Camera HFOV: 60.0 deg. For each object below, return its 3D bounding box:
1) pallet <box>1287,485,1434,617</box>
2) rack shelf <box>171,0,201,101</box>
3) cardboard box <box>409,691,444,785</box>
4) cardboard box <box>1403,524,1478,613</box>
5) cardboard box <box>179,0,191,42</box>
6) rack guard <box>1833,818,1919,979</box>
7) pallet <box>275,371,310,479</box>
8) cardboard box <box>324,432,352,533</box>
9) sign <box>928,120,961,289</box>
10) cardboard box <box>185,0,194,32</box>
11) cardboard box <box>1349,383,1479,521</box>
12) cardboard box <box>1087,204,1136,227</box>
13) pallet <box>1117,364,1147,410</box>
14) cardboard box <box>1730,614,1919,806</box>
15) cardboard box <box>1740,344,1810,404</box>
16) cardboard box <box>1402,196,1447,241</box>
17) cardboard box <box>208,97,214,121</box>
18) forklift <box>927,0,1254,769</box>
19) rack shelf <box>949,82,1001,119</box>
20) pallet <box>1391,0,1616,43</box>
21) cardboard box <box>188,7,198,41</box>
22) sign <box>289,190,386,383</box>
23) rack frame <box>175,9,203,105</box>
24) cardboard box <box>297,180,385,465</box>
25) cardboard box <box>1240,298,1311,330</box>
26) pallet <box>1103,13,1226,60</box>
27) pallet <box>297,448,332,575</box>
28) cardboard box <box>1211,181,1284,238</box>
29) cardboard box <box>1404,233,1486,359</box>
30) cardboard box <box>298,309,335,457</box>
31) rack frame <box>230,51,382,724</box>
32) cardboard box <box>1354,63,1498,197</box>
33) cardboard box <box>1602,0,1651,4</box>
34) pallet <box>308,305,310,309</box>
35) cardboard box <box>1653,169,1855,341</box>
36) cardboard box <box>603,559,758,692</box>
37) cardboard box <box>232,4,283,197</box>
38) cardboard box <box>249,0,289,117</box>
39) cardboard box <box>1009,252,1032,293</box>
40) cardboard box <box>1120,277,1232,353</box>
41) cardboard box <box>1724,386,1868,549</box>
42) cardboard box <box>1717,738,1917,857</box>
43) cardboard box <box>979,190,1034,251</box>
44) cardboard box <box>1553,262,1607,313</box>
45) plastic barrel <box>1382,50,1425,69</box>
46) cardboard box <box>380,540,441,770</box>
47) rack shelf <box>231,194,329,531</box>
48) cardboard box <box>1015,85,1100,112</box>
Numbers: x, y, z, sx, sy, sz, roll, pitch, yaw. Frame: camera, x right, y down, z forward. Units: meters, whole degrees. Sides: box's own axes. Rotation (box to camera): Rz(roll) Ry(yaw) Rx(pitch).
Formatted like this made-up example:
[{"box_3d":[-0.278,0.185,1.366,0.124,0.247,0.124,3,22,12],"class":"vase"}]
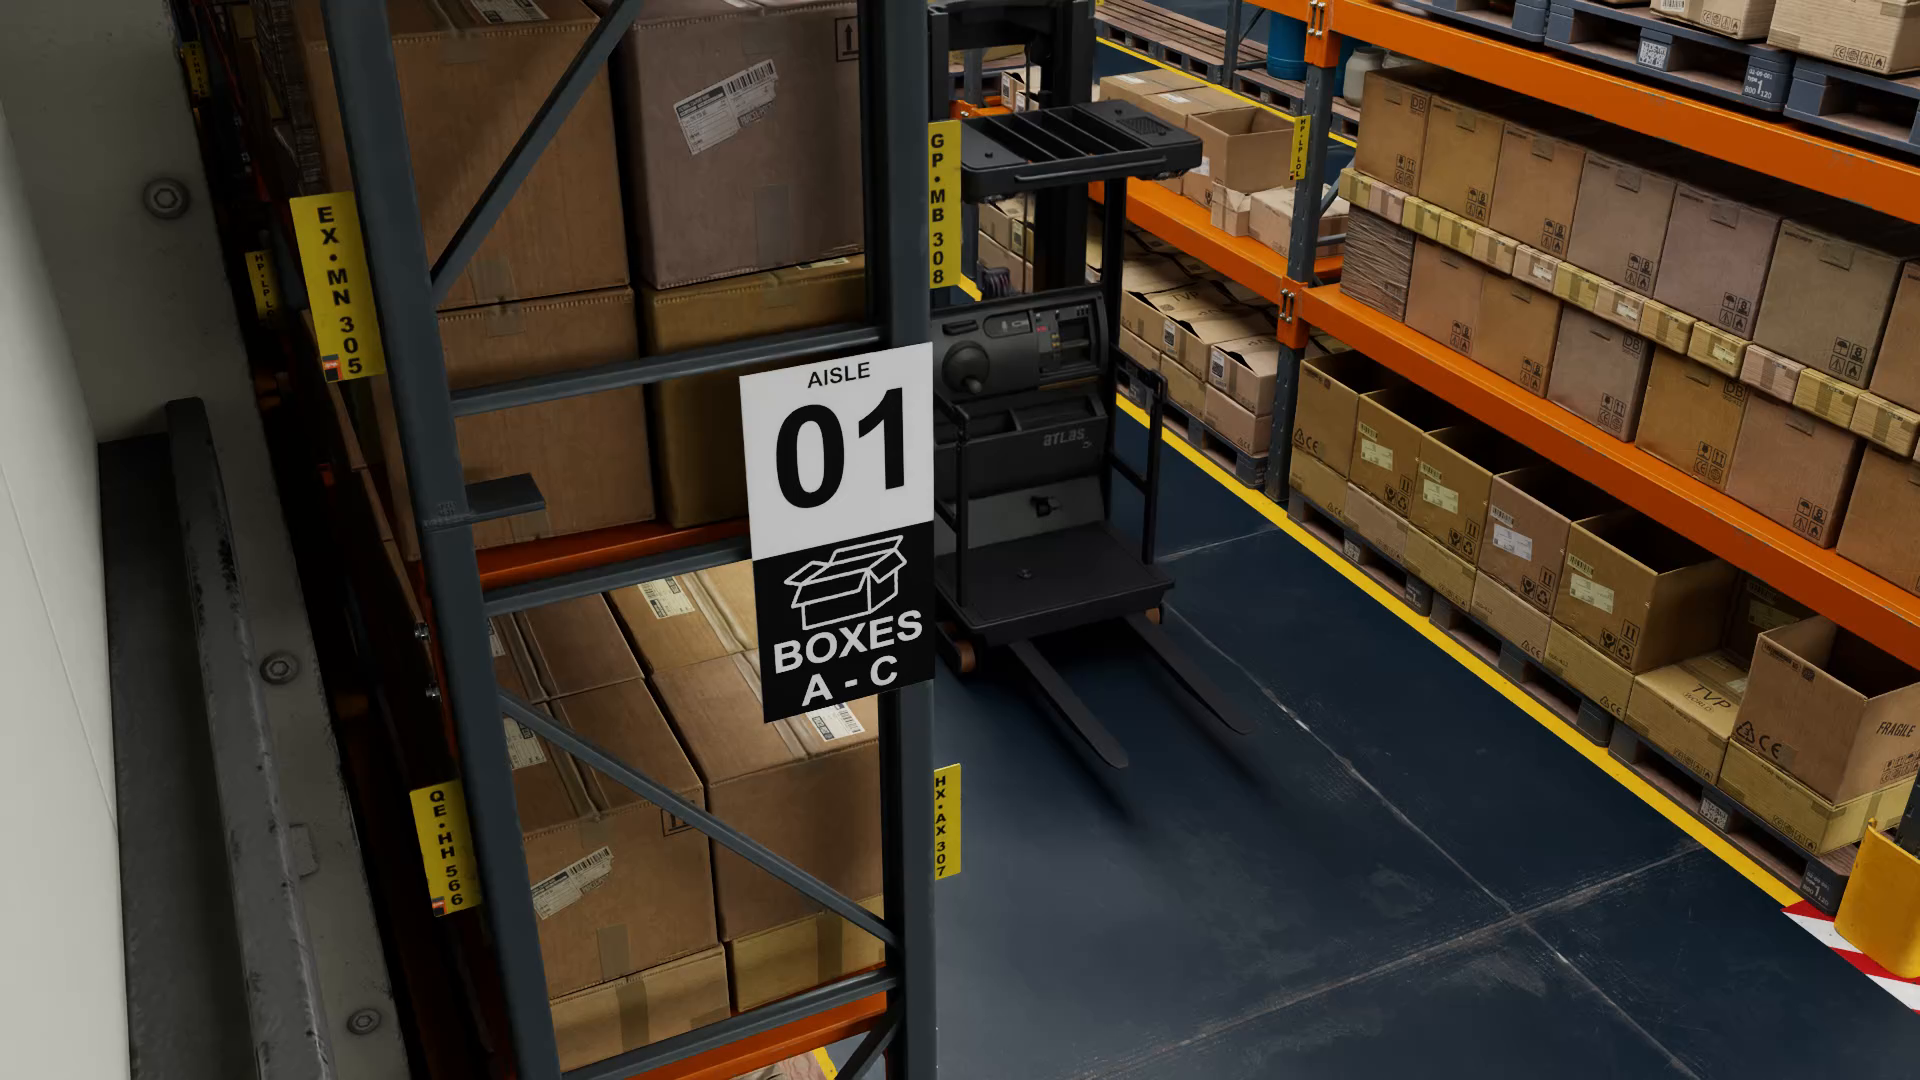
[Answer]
[{"box_3d":[2.525,-0.068,8.987,1.003,0.211,1.213,-13,32,-22],"class":"pallet"},{"box_3d":[-6.544,-4.707,15.143,1.077,0.370,4.000,-13,32,-22],"class":"rack shelf"},{"box_3d":[-1.362,0.607,5.065,0.500,0.250,0.500,-13,32,-22],"class":"cardboard box"},{"box_3d":[2.566,0.084,8.247,0.500,0.250,0.500,-13,32,-22],"class":"cardboard box"},{"box_3d":[-5.716,-4.063,12.833,0.500,0.500,0.500,-14,32,-24],"class":"cardboard box"},{"box_3d":[3.948,1.223,6.389,1.175,0.500,0.348,-13,32,-22],"class":"rack guard"},{"box_3d":[-3.635,-0.808,10.307,1.003,0.211,1.213,-13,32,-22],"class":"pallet"},{"box_3d":[-2.243,-0.294,6.671,0.500,0.250,0.500,-13,32,-21],"class":"cardboard box"},{"box_3d":[-0.044,-0.640,3.194,0.100,0.325,0.005,-13,32,-22],"class":"sign"},{"box_3d":[-4.834,-3.482,11.030,0.500,0.250,0.500,-14,32,-23],"class":"cardboard box"},{"box_3d":[2.359,-0.466,8.460,0.500,0.500,0.500,-13,32,-22],"class":"cardboard box"},{"box_3d":[1.180,-2.232,11.804,0.500,0.311,0.500,-14,32,-23],"class":"cardboard box"},{"box_3d":[1.342,-1.285,11.158,1.003,0.211,1.213,-13,32,-22],"class":"pallet"},{"box_3d":[3.439,0.637,6.494,0.500,0.500,0.500,-13,32,-22],"class":"cardboard box"},{"box_3d":[3.272,-0.673,6.449,0.380,0.149,0.250,-13,32,-21],"class":"cardboard box"},{"box_3d":[2.382,-1.587,8.080,0.380,0.149,0.250,-14,32,-23],"class":"cardboard box"},{"box_3d":[-4.833,-3.155,11.213,0.500,0.500,0.500,-12,32,-21],"class":"cardboard box"},{"box_3d":[0.357,-0.876,7.647,1.130,2.935,3.031,-12,31,-20],"class":"forklift"},{"box_3d":[-0.355,-3.981,13.850,1.077,0.370,4.000,-13,32,-22],"class":"rack shelf"},{"box_3d":[2.610,-2.543,7.573,1.003,0.211,1.213,-13,32,-22],"class":"pallet"},{"box_3d":[-4.617,-3.254,10.625,0.500,0.250,0.500,-14,32,-24],"class":"cardboard box"},{"box_3d":[-1.044,-0.423,2.796,0.100,0.325,0.005,-13,32,-22],"class":"sign"},{"box_3d":[-7.403,-5.904,16.543,1.000,3.000,0.127,-13,32,-22],"class":"rack frame"},{"box_3d":[-1.173,-0.540,3.788,0.500,0.500,0.500,-13,32,-22],"class":"cardboard box"},{"box_3d":[2.058,-1.330,10.195,0.500,0.311,0.500,-13,32,-23],"class":"cardboard box"},{"box_3d":[2.383,-5.857,19.311,1.003,0.211,1.213,-13,32,-22],"class":"pallet"},{"box_3d":[-3.115,-0.270,9.347,1.003,0.211,1.213,-13,32,-22],"class":"pallet"},{"box_3d":[1.678,-1.936,9.604,0.396,0.266,0.258,-14,32,-23],"class":"cardboard box"},{"box_3d":[2.649,-1.262,8.163,0.700,0.500,0.500,-13,32,-22],"class":"cardboard box"},{"box_3d":[-2.238,-0.622,6.490,0.500,0.500,0.500,-14,32,-23],"class":"cardboard box"},{"box_3d":[-2.251,-0.603,7.090,1.000,3.000,0.127,-13,32,-22],"class":"rack frame"},{"box_3d":[2.417,-2.059,8.259,0.700,0.500,0.500,-13,32,-22],"class":"cardboard box"},{"box_3d":[2.814,-2.488,6.707,0.797,0.503,0.637,-10,31,-16],"class":"cardboard box"},{"box_3d":[-2.448,-0.887,7.793,1.003,0.211,1.213,-13,32,-22],"class":"pallet"},{"box_3d":[3.279,-1.173,6.678,0.700,0.500,0.500,-13,32,-22],"class":"cardboard box"},{"box_3d":[-0.671,0.399,4.669,0.500,0.500,0.500,-13,32,-22],"class":"cardboard box"},{"box_3d":[-2.049,-1.461,5.431,0.500,0.500,0.500,-12,31,-20],"class":"cardboard box"},{"box_3d":[-1.600,-1.453,4.394,0.500,0.500,0.500,-13,32,-22],"class":"cardboard box"},{"box_3d":[0.680,-1.881,11.750,0.500,0.250,0.500,-14,32,-23],"class":"cardboard box"},{"box_3d":[1.347,-1.441,10.393,0.500,0.311,0.500,-13,32,-22],"class":"cardboard box"},{"box_3d":[3.519,-0.361,6.556,0.700,0.500,0.500,-12,32,-21],"class":"cardboard box"},{"box_3d":[3.441,0.964,6.678,0.500,0.250,0.500,-13,32,-22],"class":"cardboard box"},{"box_3d":[0.463,-2.347,12.009,0.500,0.311,0.500,-12,31,-20],"class":"cardboard box"},{"box_3d":[2.830,-1.128,7.261,0.380,0.149,0.250,-13,32,-22],"class":"cardboard box"},{"box_3d":[4.269,-4.293,15.706,0.600,0.588,0.708,-13,32,-22],"class":"plastic barrel"},{"box_3d":[-1.362,0.278,4.885,0.500,0.500,0.500,-14,32,-23],"class":"cardboard box"},{"box_3d":[-3.110,-1.173,8.841,1.077,0.370,4.000,-13,32,-22],"class":"rack shelf"},{"box_3d":[0.713,-2.937,11.343,0.500,0.311,0.500,-13,32,-23],"class":"cardboard box"}]
